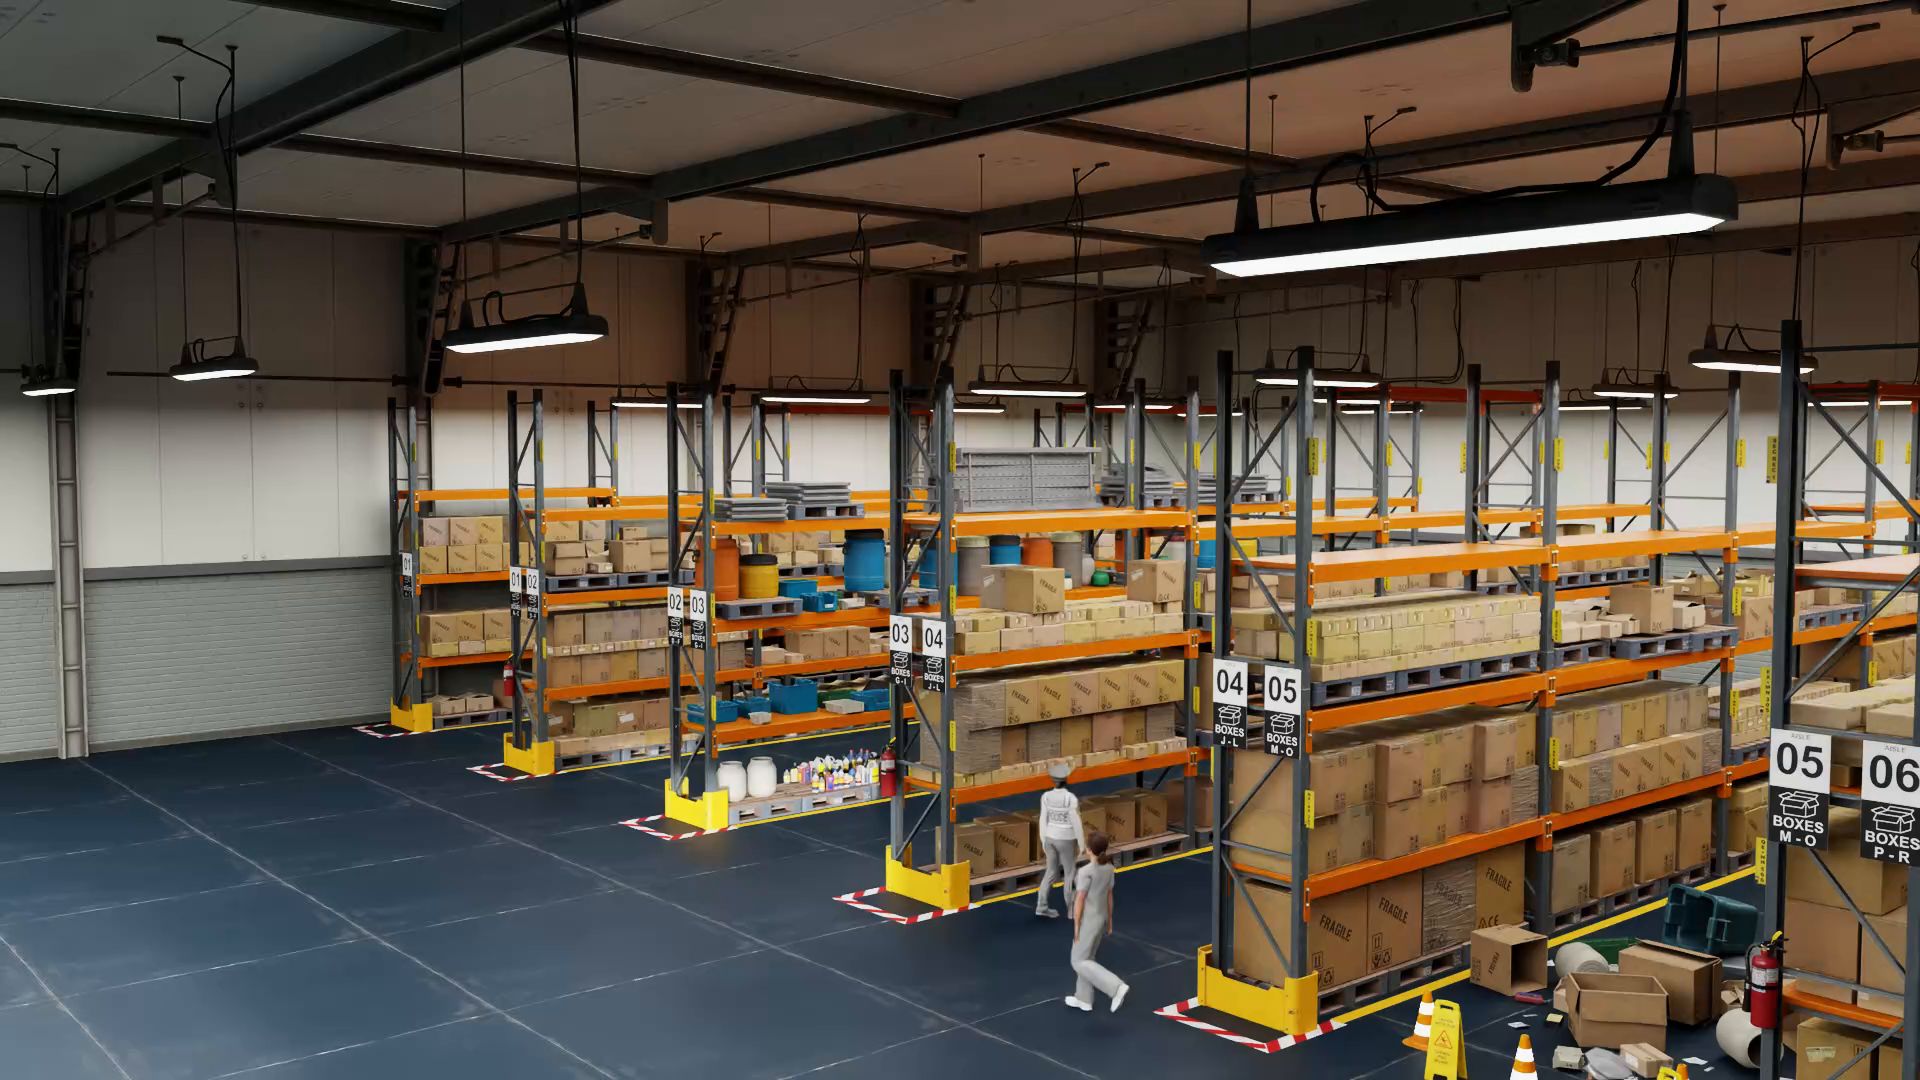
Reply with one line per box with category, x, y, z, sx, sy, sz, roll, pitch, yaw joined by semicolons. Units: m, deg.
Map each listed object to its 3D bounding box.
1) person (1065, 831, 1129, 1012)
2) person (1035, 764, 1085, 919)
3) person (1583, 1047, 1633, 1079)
person;1.203;3.451;14.999;0.639;1.656;0.438;2;4;25
person;1.142;3.272;18.060;0.531;1.691;0.461;-2;4;-36
person;3.701;3.755;9.529;0.651;1.670;0.447;1;3;10
